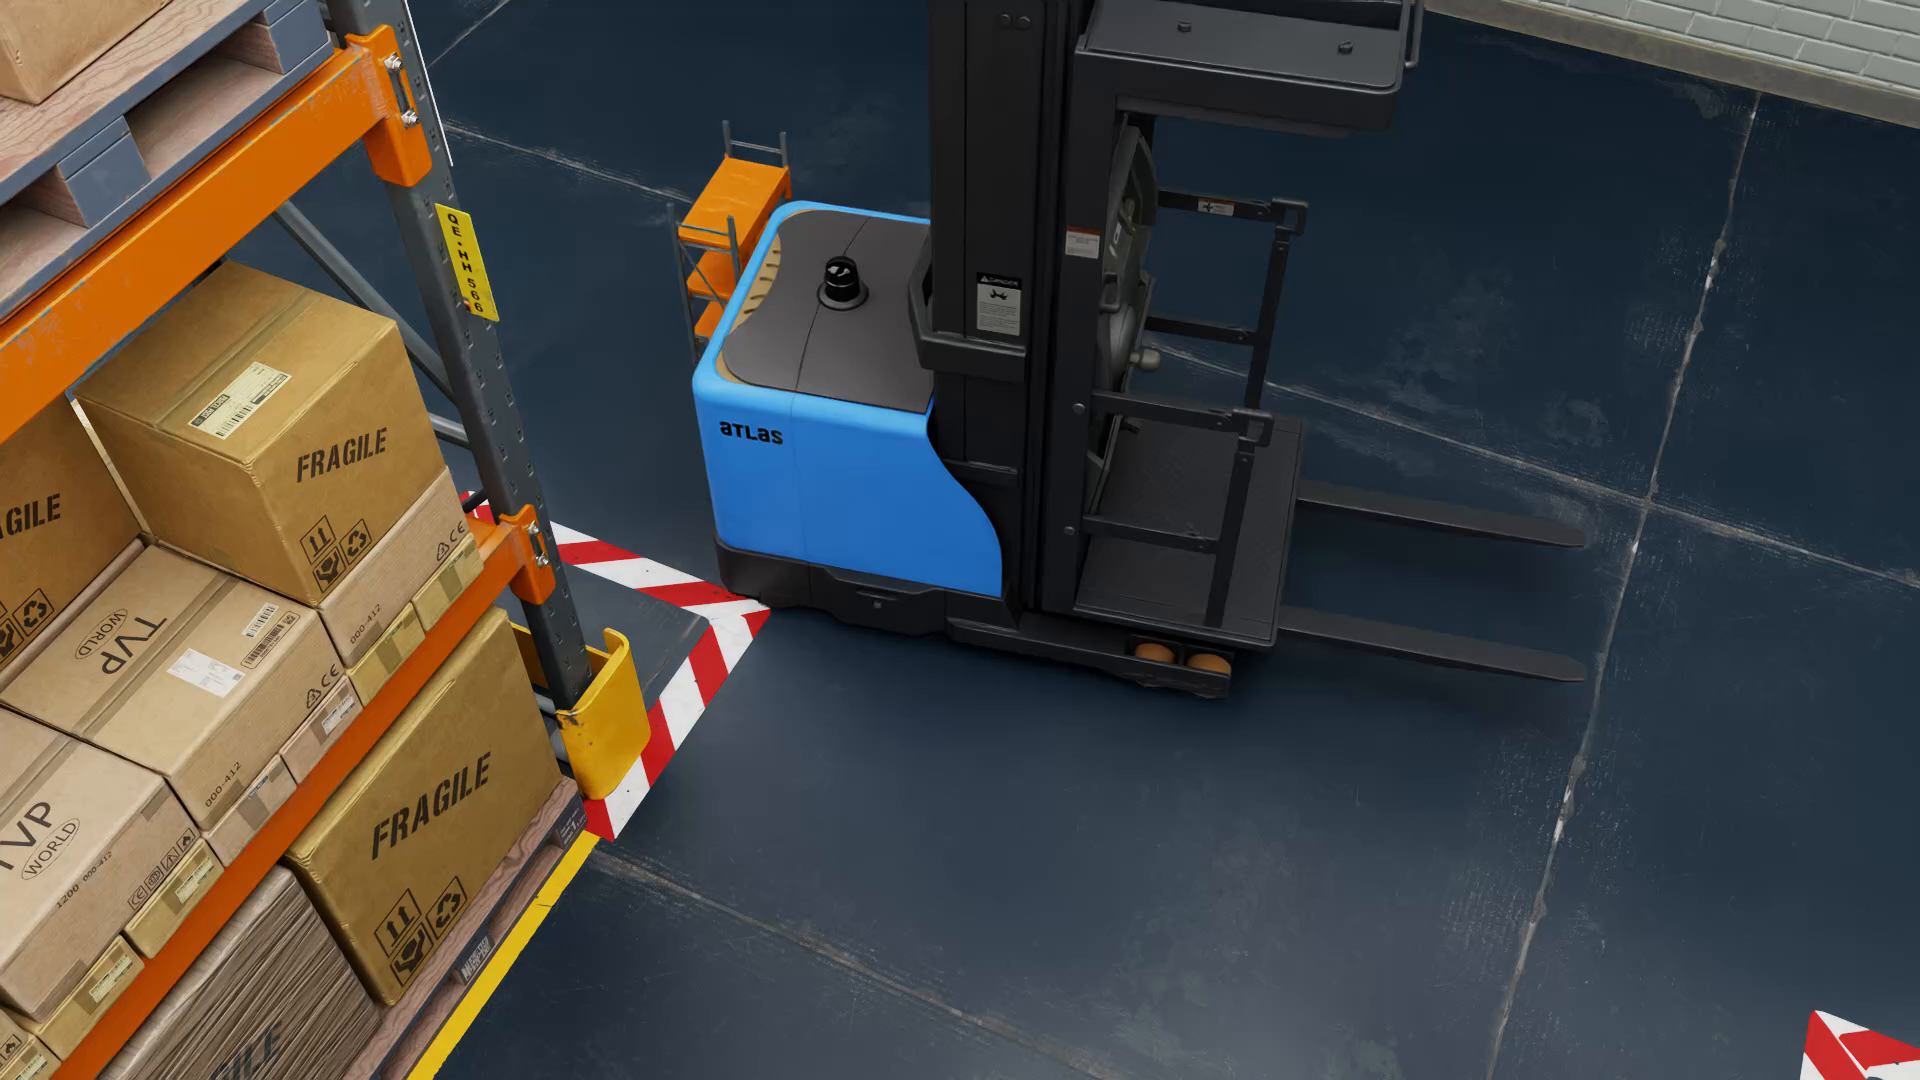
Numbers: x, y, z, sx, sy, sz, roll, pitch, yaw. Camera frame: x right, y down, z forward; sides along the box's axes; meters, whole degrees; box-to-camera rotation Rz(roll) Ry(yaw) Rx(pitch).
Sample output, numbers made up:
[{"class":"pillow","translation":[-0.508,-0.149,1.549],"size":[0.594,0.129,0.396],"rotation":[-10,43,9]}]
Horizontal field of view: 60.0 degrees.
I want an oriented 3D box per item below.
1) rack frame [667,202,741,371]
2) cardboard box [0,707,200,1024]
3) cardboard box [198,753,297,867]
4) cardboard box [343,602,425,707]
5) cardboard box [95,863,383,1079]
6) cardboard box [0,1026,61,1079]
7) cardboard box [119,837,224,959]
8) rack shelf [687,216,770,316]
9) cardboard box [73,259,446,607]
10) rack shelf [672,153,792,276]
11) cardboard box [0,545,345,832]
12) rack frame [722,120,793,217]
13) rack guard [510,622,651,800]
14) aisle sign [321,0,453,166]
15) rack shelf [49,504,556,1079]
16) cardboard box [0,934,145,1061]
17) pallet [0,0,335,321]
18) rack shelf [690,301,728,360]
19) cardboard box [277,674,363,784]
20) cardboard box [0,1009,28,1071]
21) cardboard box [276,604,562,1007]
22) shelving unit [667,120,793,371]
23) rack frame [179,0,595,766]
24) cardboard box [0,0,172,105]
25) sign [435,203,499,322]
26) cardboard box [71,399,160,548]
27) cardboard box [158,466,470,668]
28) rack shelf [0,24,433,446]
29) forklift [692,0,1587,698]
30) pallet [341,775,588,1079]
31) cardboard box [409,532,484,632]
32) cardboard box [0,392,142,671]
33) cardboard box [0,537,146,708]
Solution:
[{"class":"rack frame","translation":[-0.879,-0.726,6.080],"size":[0.240,1.200,0.015],"rotation":[13,51,11]},{"class":"cardboard box","translation":[-2.048,0.688,3.598],"size":[0.500,0.250,0.500],"rotation":[18,52,15]},{"class":"cardboard box","translation":[-1.827,0.574,3.957],"size":[0.380,0.149,0.250],"rotation":[21,53,17]},{"class":"cardboard box","translation":[-1.610,0.229,4.250],"size":[0.380,0.149,0.250],"rotation":[20,53,16]},{"class":"cardboard box","translation":[-2.236,1.262,4.326],"size":[0.875,0.875,0.875],"rotation":[20,52,16]},{"class":"cardboard box","translation":[-2.154,1.102,3.508],"size":[0.380,0.149,0.250],"rotation":[21,53,17]},{"class":"cardboard box","translation":[-1.936,0.753,3.804],"size":[0.380,0.149,0.250],"rotation":[19,52,15]},{"class":"rack shelf","translation":[-0.806,-1.005,6.112],"size":[0.258,0.148,0.480],"rotation":[13,51,11]},{"class":"cardboard box","translation":[-1.617,-0.254,3.907],"size":[0.500,0.500,0.500],"rotation":[20,53,17]},{"class":"rack shelf","translation":[-0.806,-1.158,5.932],"size":[0.258,0.148,0.480],"rotation":[13,51,11]},{"class":"cardboard box","translation":[-1.831,0.337,3.897],"size":[0.500,0.250,0.500],"rotation":[19,52,15]},{"class":"rack frame","translation":[-0.733,-1.081,6.382],"size":[0.240,1.200,0.015],"rotation":[13,51,11]},{"class":"rack guard","translation":[-1.636,0.409,5.573],"size":[1.175,0.500,0.348],"rotation":[20,52,16]},{"class":"aisle sign","translation":[-1.344,-1.179,3.576],"size":[0.394,0.787,0.004],"rotation":[20,52,16]},{"class":"rack shelf","translation":[-2.501,1.226,3.710],"size":[1.077,0.370,4.000],"rotation":[20,52,16]},{"class":"cardboard box","translation":[-2.046,0.932,3.652],"size":[0.380,0.149,0.250],"rotation":[20,52,16]},{"class":"pallet","translation":[-1.954,-0.813,3.061],"size":[1.003,0.211,1.213],"rotation":[20,52,16]},{"class":"rack shelf","translation":[-0.806,-0.860,6.282],"size":[0.258,0.148,0.480],"rotation":[13,51,11]},{"class":"cardboard box","translation":[-1.719,0.402,4.103],"size":[0.380,0.149,0.250],"rotation":[20,52,16]},{"class":"cardboard box","translation":[-2.267,1.048,3.292],"size":[0.500,0.250,0.500],"rotation":[20,52,16]},{"class":"cardboard box","translation":[-1.848,0.635,4.860],"size":[0.875,0.875,0.875],"rotation":[20,52,16]},{"class":"shelving unit","translation":[-0.806,-0.904,6.231],"size":[0.258,1.200,0.503],"rotation":[13,51,11]},{"class":"rack frame","translation":[-1.646,-0.384,4.607],"size":[1.000,3.000,0.127],"rotation":[20,52,16]},{"class":"cardboard box","translation":[-1.820,-1.182,2.909],"size":[0.700,0.500,0.500],"rotation":[17,52,14]},{"class":"sign","translation":[-1.162,-0.650,3.918],"size":[0.100,0.325,0.005],"rotation":[20,52,16]},{"class":"cardboard box","translation":[-2.096,-0.189,4.345],"size":[0.500,0.250,0.500],"rotation":[19,52,15]},{"class":"cardboard box","translation":[-1.614,-0.012,4.194],"size":[0.500,0.250,0.500],"rotation":[19,52,16]},{"class":"rack shelf","translation":[-2.501,0.254,2.567],"size":[1.077,0.370,4.000],"rotation":[20,52,16]},{"class":"forklift","translation":[0.699,-0.850,5.049],"size":[3.031,2.935,1.130],"rotation":[10,50,9]},{"class":"pallet","translation":[-1.917,1.096,5.179],"size":[1.003,0.211,1.213],"rotation":[20,52,16]},{"class":"cardboard box","translation":[-1.501,0.050,4.403],"size":[0.380,0.149,0.250],"rotation":[21,53,17]},{"class":"cardboard box","translation":[-2.309,-0.088,3.766],"size":[0.500,0.500,0.500],"rotation":[19,52,15]},{"class":"cardboard box","translation":[-2.312,0.171,4.038],"size":[0.500,0.250,0.500],"rotation":[19,52,16]}]
